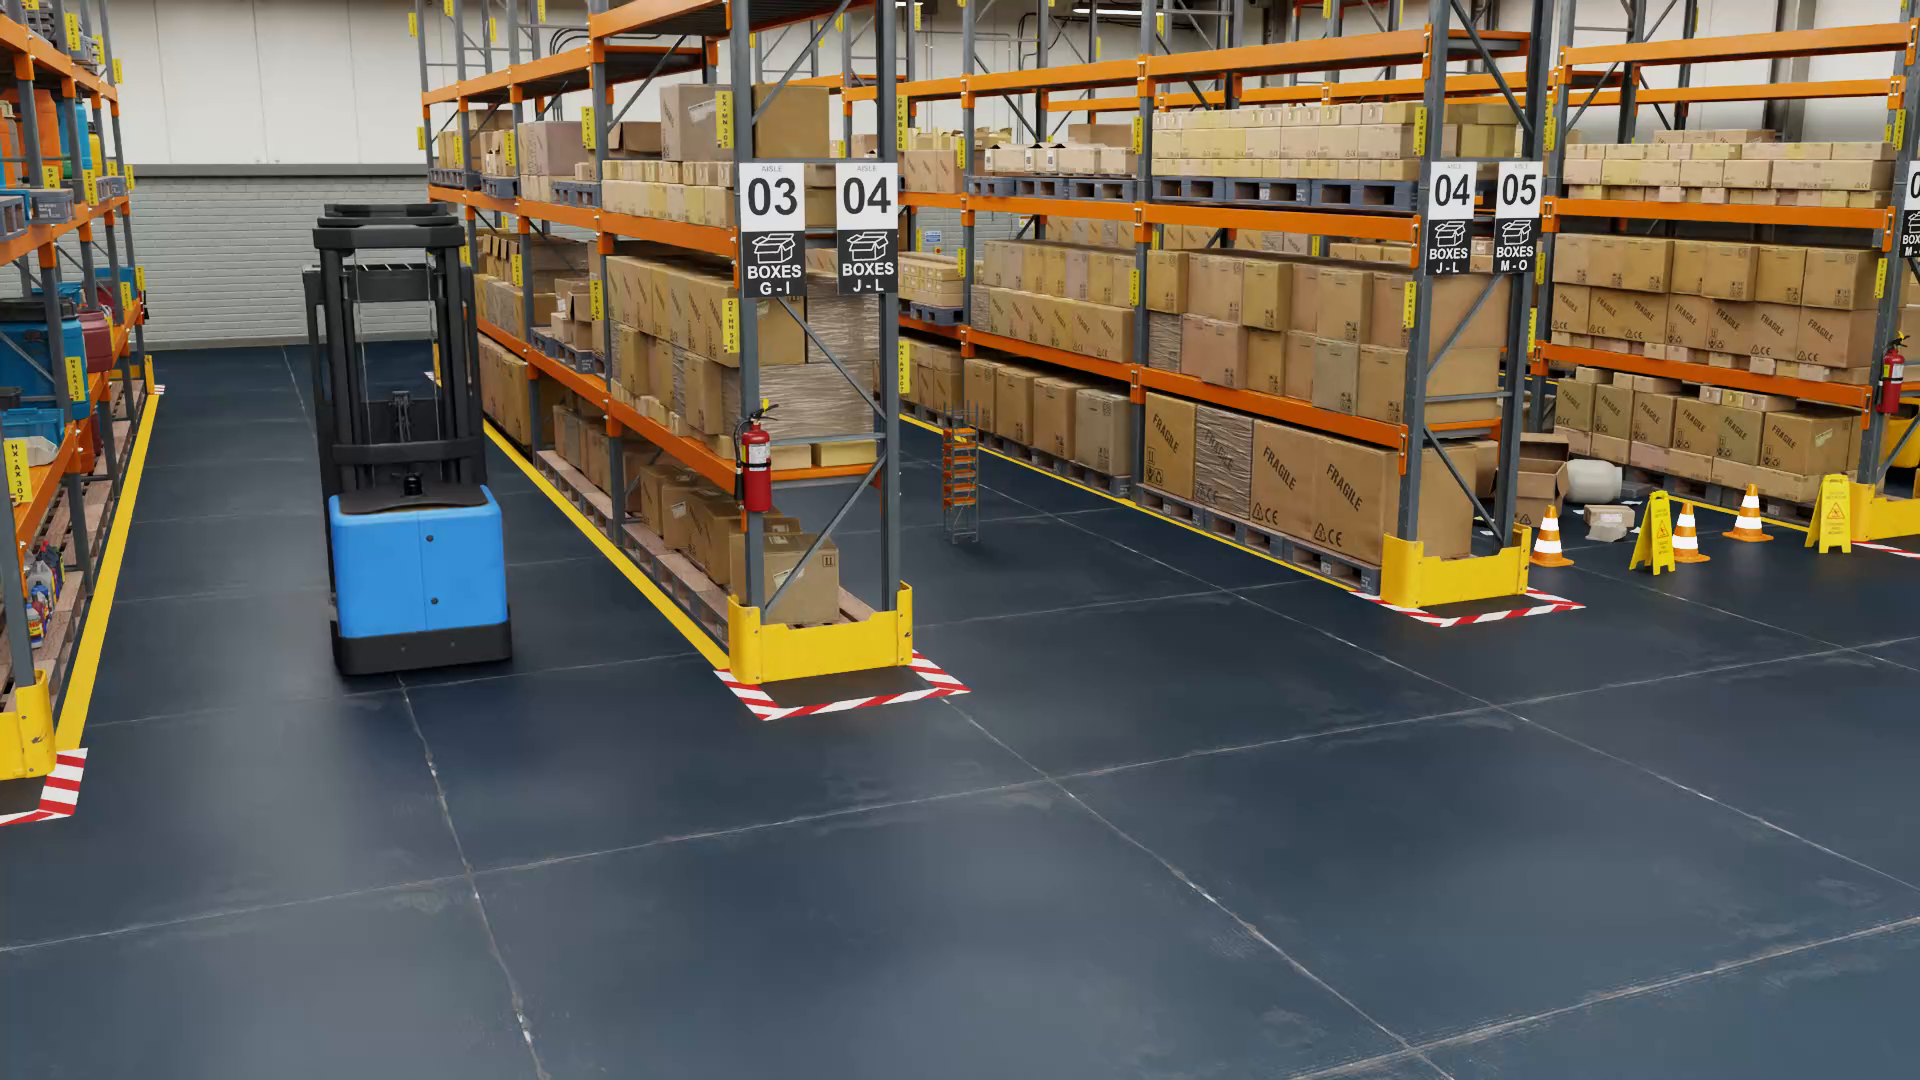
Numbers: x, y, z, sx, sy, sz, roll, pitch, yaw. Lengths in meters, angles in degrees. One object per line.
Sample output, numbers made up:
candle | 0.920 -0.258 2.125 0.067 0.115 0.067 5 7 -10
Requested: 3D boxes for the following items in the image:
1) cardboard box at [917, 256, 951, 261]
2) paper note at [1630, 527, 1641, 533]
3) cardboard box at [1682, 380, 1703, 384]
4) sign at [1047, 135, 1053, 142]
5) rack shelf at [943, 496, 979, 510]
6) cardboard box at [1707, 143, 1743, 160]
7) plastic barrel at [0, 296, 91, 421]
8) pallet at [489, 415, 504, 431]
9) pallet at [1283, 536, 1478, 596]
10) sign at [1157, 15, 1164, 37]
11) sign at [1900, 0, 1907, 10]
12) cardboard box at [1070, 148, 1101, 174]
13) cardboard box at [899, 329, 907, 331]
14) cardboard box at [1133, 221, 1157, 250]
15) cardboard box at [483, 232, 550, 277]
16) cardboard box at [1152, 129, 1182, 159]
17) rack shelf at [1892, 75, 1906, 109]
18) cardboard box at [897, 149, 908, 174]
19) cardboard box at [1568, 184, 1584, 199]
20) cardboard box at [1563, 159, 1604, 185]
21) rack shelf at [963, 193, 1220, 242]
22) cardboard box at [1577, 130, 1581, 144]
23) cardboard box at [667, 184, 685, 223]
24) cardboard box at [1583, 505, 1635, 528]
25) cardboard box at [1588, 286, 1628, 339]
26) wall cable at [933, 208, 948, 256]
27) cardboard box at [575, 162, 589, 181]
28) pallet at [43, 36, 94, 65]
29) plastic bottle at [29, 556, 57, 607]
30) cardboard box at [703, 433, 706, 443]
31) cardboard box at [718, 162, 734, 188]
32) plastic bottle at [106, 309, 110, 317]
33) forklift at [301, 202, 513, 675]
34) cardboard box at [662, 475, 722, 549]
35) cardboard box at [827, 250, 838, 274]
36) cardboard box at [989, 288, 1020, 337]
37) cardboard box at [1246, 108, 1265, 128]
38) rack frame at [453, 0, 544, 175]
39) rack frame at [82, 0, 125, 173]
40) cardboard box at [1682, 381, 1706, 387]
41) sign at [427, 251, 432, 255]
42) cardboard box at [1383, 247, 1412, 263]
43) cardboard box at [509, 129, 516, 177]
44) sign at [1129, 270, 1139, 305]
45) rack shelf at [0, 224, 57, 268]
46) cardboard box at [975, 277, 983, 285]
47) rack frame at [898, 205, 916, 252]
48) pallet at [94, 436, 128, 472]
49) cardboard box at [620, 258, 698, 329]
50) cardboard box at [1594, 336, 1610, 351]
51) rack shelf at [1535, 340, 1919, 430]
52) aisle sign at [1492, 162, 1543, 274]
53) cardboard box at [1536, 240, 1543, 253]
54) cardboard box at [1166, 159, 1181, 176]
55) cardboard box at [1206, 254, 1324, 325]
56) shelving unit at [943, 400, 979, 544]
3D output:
cardboard box | -0.336 -3.619 21.662 0.380 0.149 0.250 -6 14 -25
paper note | 6.013 -0.085 14.668 0.148 0.019 0.142 -12 18 -42
cardboard box | 10.064 -2.401 22.427 0.875 0.625 0.625 -5 14 -21
sign | 1.027 -4.501 19.190 0.100 0.325 0.005 -6 14 -23
rack shelf | 0.006 -0.304 14.286 0.258 0.103 0.180 -6 14 -23
cardboard box | 7.164 -3.600 15.409 0.380 0.149 0.250 -5 14 -22
plastic barrel | -6.883 -1.351 12.443 0.600 0.901 0.708 -6 14 -23
pallet | -5.294 -1.589 20.766 1.003 0.211 1.213 -6 14 -23
pallet | 3.328 0.153 13.242 1.003 0.211 1.213 -6 14 -23
sign | 2.890 -7.405 23.984 0.100 0.325 0.005 -6 14 -23
sign | 10.667 -6.156 18.765 0.100 0.325 0.005 -6 14 -23
cardboard box | 1.422 -3.751 16.452 0.500 0.250 0.500 -6 14 -23
cardboard box | -1.033 -2.703 22.344 0.500 0.250 0.500 -6 14 -25
cardboard box | 2.966 -4.603 25.168 0.500 0.500 0.500 -6 14 -23
cardboard box | -5.408 -3.506 20.420 0.797 0.503 0.637 -6 14 -24
cardboard box | 2.057 -3.534 14.856 0.500 0.250 0.500 -6 14 -23
rack shelf | 11.961 -4.755 17.442 1.077 0.370 4.000 -6 14 -23
cardboard box | -0.588 -4.912 21.129 0.797 0.503 0.637 -6 14 -24
cardboard box | 6.512 -3.594 17.150 0.380 0.149 0.250 -6 14 -24
cardboard box | 6.538 -3.760 16.983 0.500 0.250 0.500 -6 14 -24
rack shelf | 1.317 -3.398 17.344 1.077 0.370 4.000 -6 14 -23
cardboard box | 6.537 -4.438 18.531 0.500 0.250 0.500 -6 14 -24
cardboard box | -1.691 -2.295 11.314 0.500 0.250 0.500 -5 14 -22
cardboard box | 5.840 -0.215 14.969 0.380 0.149 0.250 1 13 6
cardboard box | 6.756 -2.318 16.852 0.500 0.500 0.500 -6 14 -23
wall cable | -0.474 -6.494 33.456 0.585 1.953 0.123 -6 14 -23
cardboard box | -3.310 -3.378 15.245 0.380 0.166 0.250 -6 14 -25
pallet | -8.868 -4.614 15.653 1.213 0.211 1.003 -6 14 -23
plastic bottle | -6.277 0.290 11.364 0.144 0.351 0.185 -6 14 -23
cardboard box | -1.563 -0.746 11.496 0.380 0.149 0.250 -6 14 -23
cardboard box | -1.262 -2.232 10.159 0.380 0.149 0.250 -6 14 -23
plastic bottle | -9.610 -2.464 18.640 0.152 0.276 0.135 -6 14 -23
forklift | -3.922 -0.866 11.613 1.130 2.935 3.031 -5 14 -21
cardboard box | -2.107 -0.230 13.323 0.500 0.500 0.500 -1 13 -5
cardboard box | -1.539 -3.795 23.233 0.500 0.500 0.500 -6 14 -23
cardboard box | 0.654 -2.527 18.416 0.500 0.500 0.500 -6 14 -24
cardboard box | 2.562 -3.435 13.541 0.380 0.149 0.250 -6 14 -23
rack frame | -5.672 -6.023 20.435 1.000 3.000 0.127 -6 14 -23
rack frame | -11.812 -6.402 22.072 1.000 3.000 0.127 -6 14 -23
cardboard box | 7.301 -1.370 17.139 0.500 0.500 0.500 -5 14 -22
sign | -7.785 -4.338 24.364 0.100 0.325 0.005 -6 14 -23
cardboard box | 5.413 -3.237 19.890 0.500 0.500 0.500 -5 14 -22
cardboard box | -4.380 -4.109 17.660 0.797 0.503 0.637 -5 14 -20
sign | 1.625 -2.349 15.473 0.100 0.325 0.005 -6 14 -23
rack shelf | -6.204 -1.697 9.994 1.077 0.370 4.000 -6 14 -23
cardboard box | 0.395 -3.102 20.085 0.380 0.149 0.250 -5 14 -20
rack frame | -1.087 -3.527 22.957 1.000 3.000 0.127 -6 14 -23
pallet | -9.447 -0.878 17.697 1.003 0.211 1.213 -6 14 -23
cardboard box | -2.318 -1.909 12.866 0.500 0.500 0.500 -6 14 -23
cardboard box | 6.728 -2.026 17.029 0.380 0.149 0.250 -6 14 -23
rack shelf | 7.414 -1.578 16.133 1.077 0.370 4.000 -6 14 -23
aisle sign | 4.024 -2.327 12.005 0.394 0.787 0.004 -6 14 -23
cardboard box | 8.734 -4.193 24.674 0.797 0.503 0.637 -6 14 -24
cardboard box | 2.058 -3.307 14.759 0.380 0.149 0.250 -6 14 -23
cardboard box | 2.651 -2.167 14.353 0.875 0.550 0.550 -6 14 -23
shelving unit | 0.006 -0.582 14.222 0.258 1.200 0.189 -6 14 -23
